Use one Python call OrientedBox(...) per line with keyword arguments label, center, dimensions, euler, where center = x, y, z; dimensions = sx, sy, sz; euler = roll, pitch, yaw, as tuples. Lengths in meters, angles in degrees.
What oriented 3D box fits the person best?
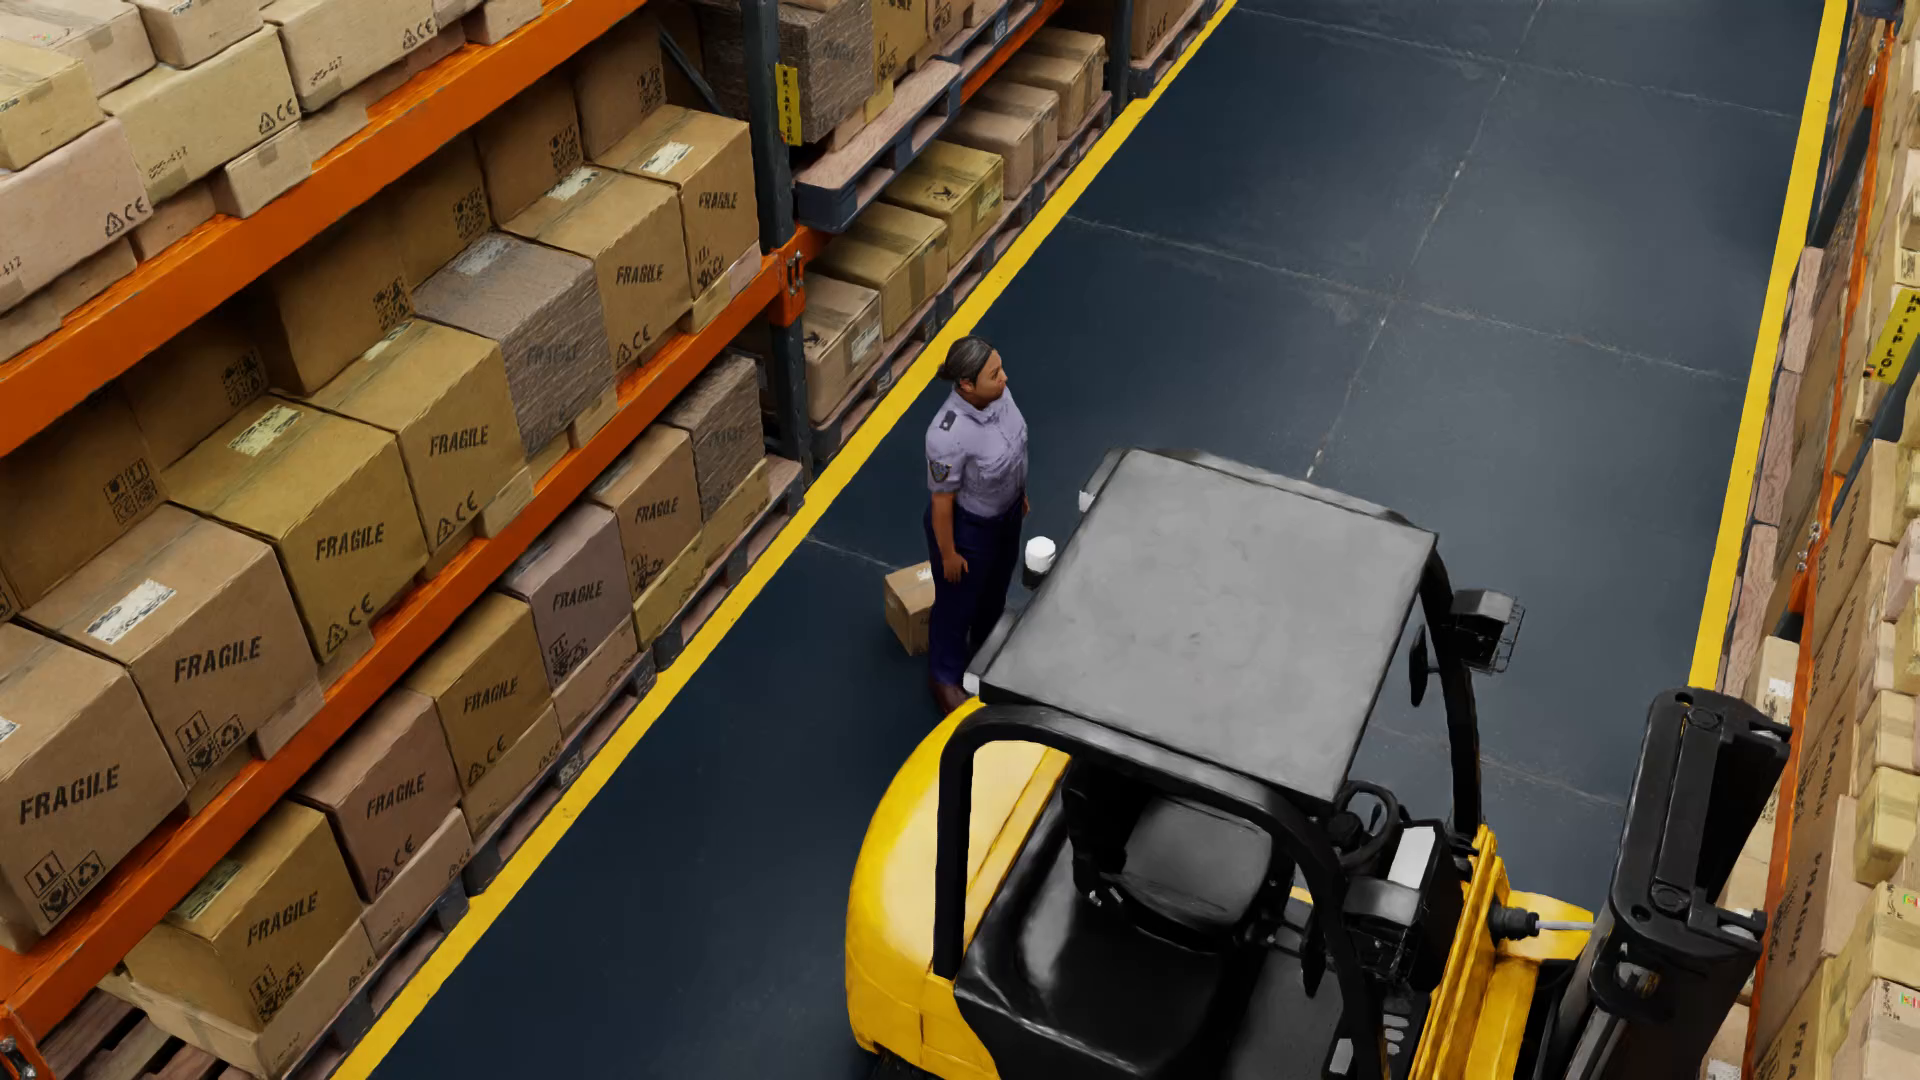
OrientedBox(label="person", center=(0.063, -0.067, 6.224), dimensions=(0.365, 1.656, 0.532), euler=(20, 46, 21))
